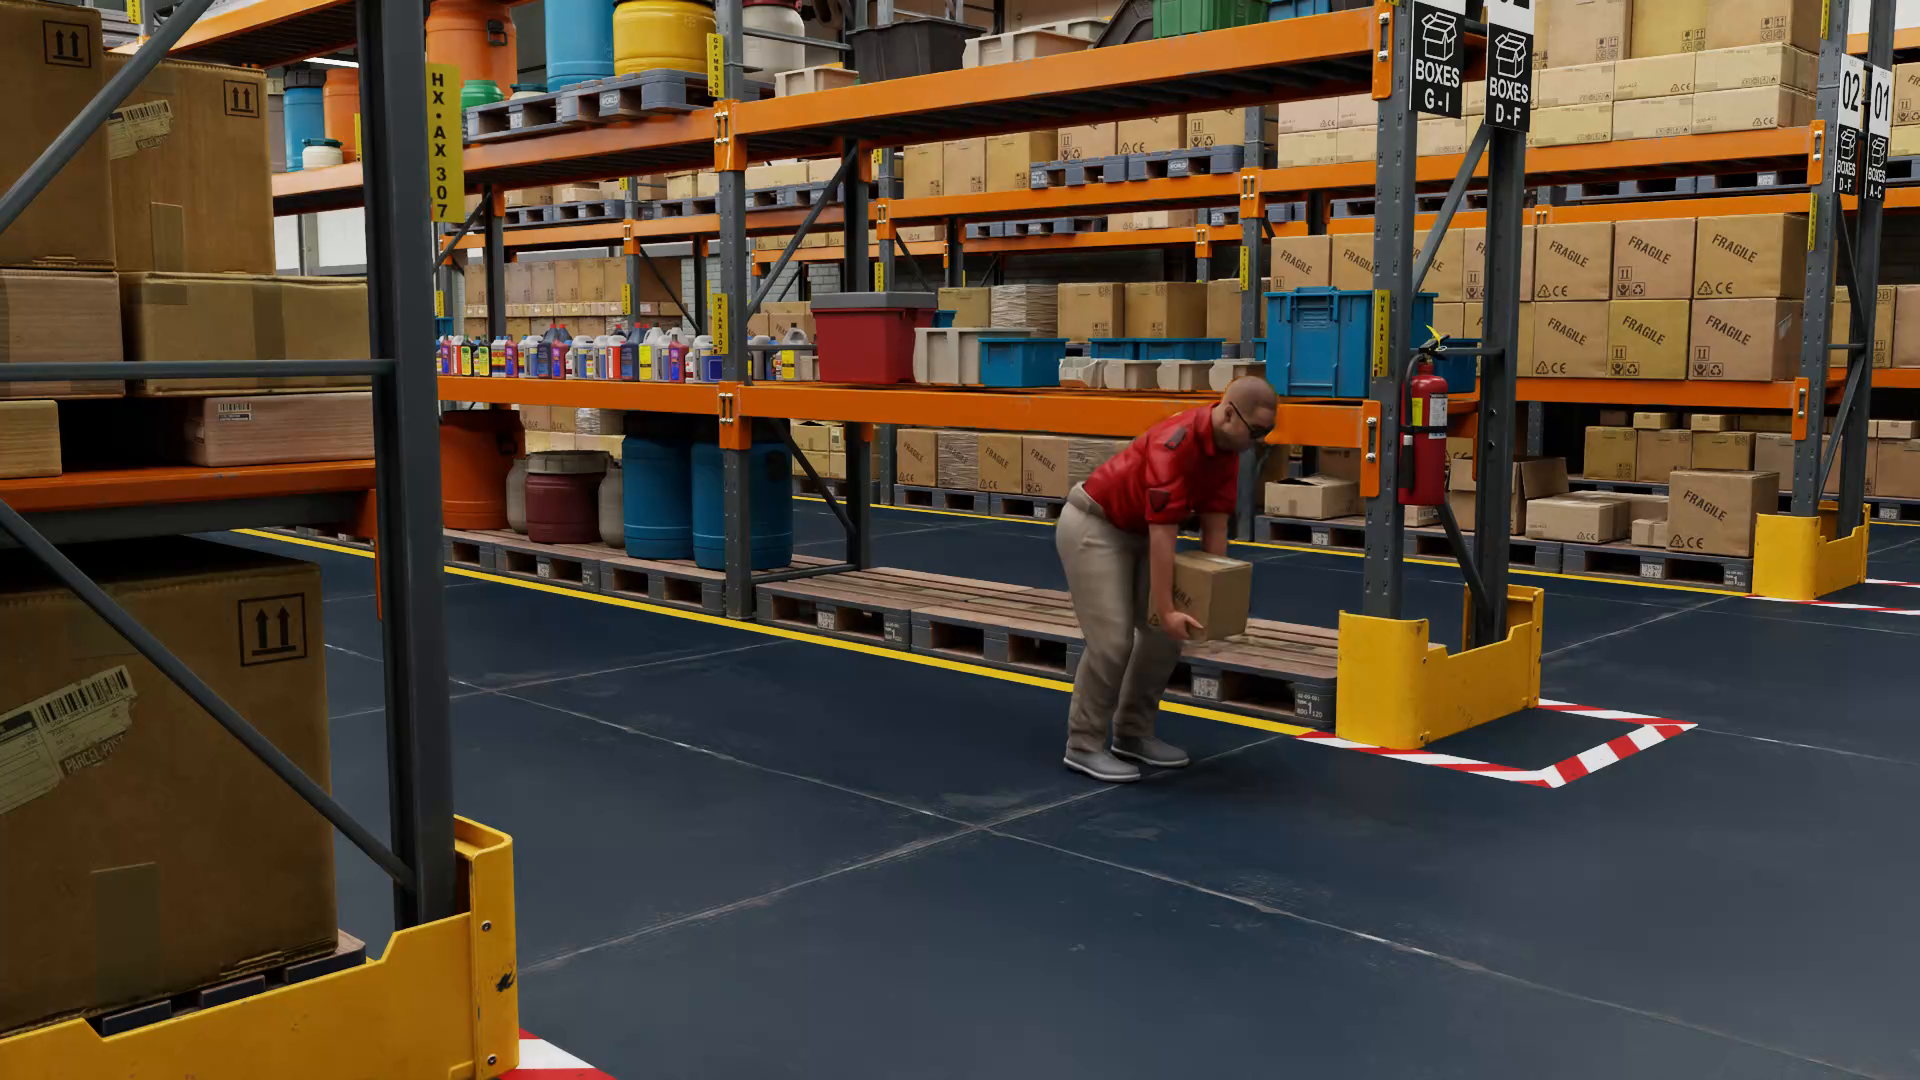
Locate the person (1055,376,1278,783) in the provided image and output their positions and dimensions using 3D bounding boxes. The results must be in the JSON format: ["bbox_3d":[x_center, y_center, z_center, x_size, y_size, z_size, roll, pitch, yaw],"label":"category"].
[{"bbox_3d":[0.737,0.138,5.899,0.833,1.443,0.475,6,9,42],"label":"person"}]
